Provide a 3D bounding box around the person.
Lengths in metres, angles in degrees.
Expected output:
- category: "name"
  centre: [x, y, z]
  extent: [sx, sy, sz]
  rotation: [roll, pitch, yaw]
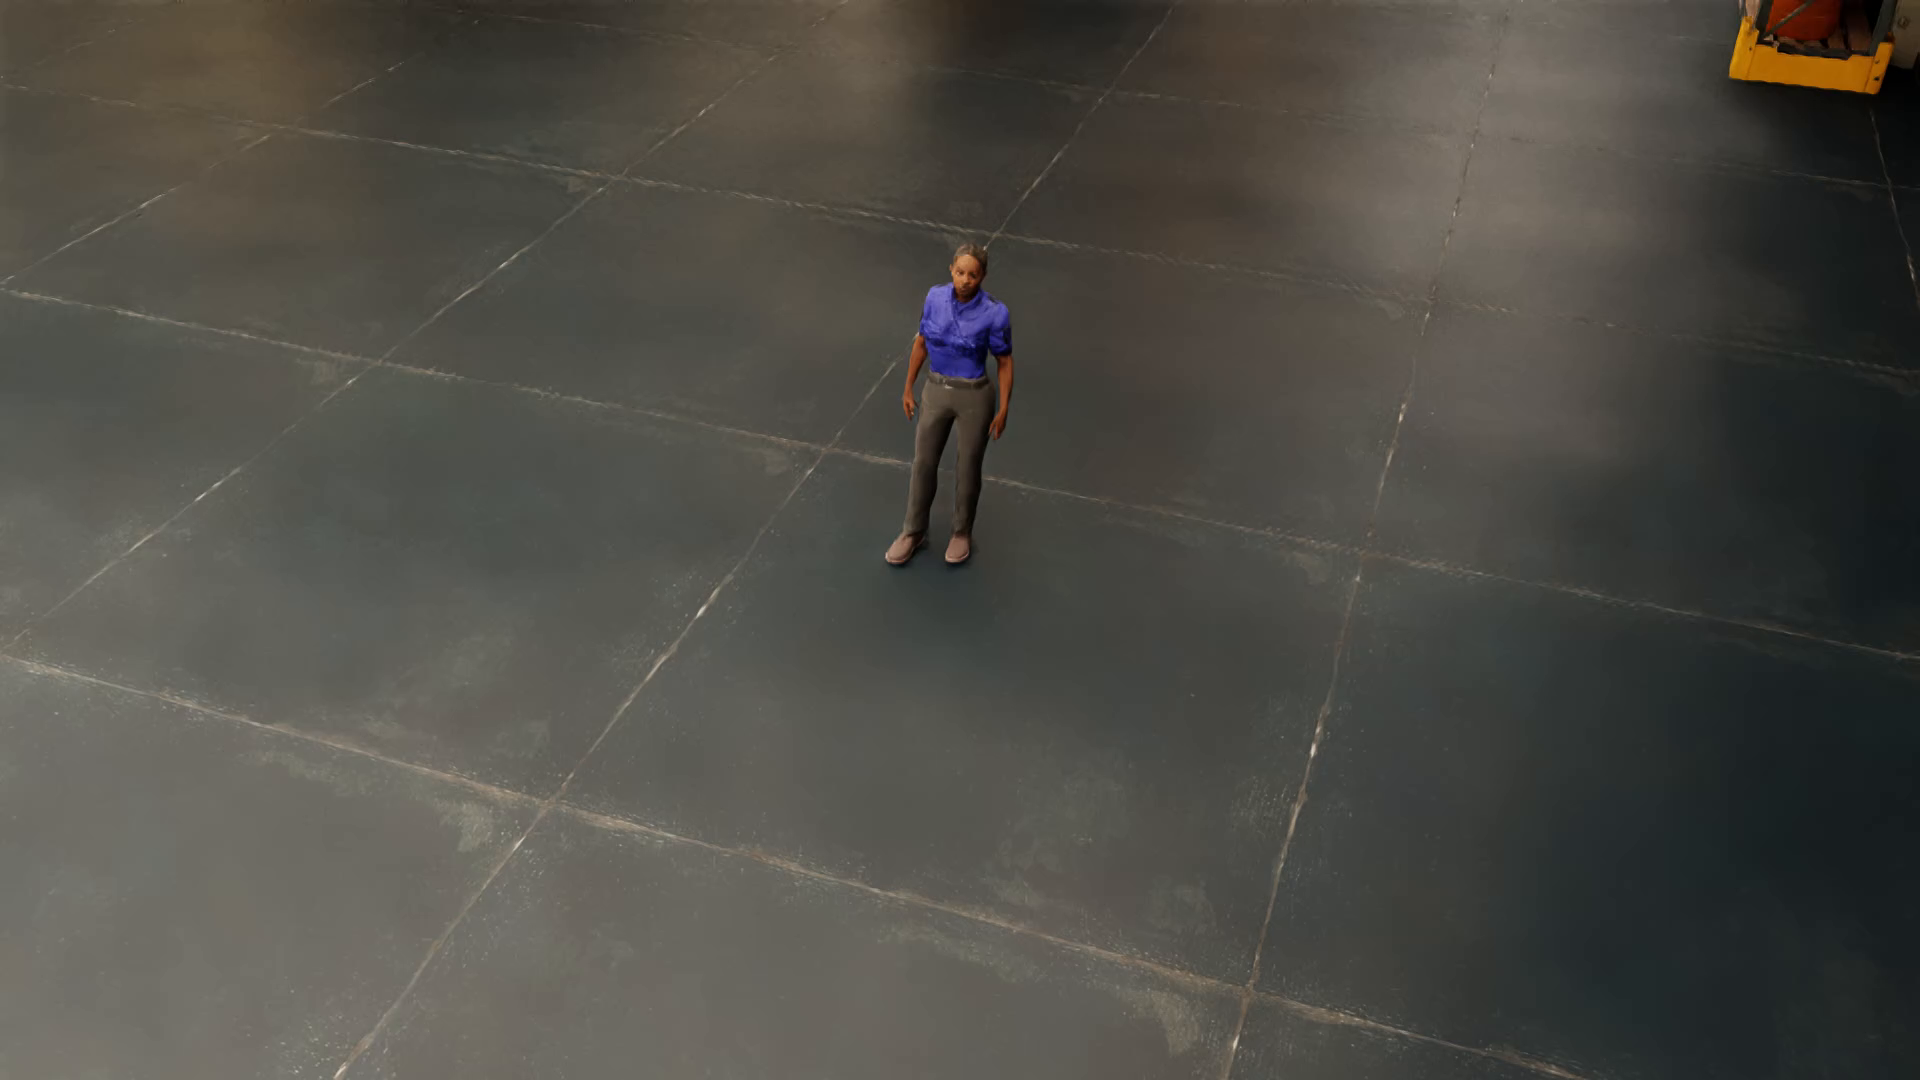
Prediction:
- category: "person"
  centre: [-0.048, -0.637, 8.100]
  extent: [0.570, 1.654, 0.503]
  rotation: [12, 37, 16]
